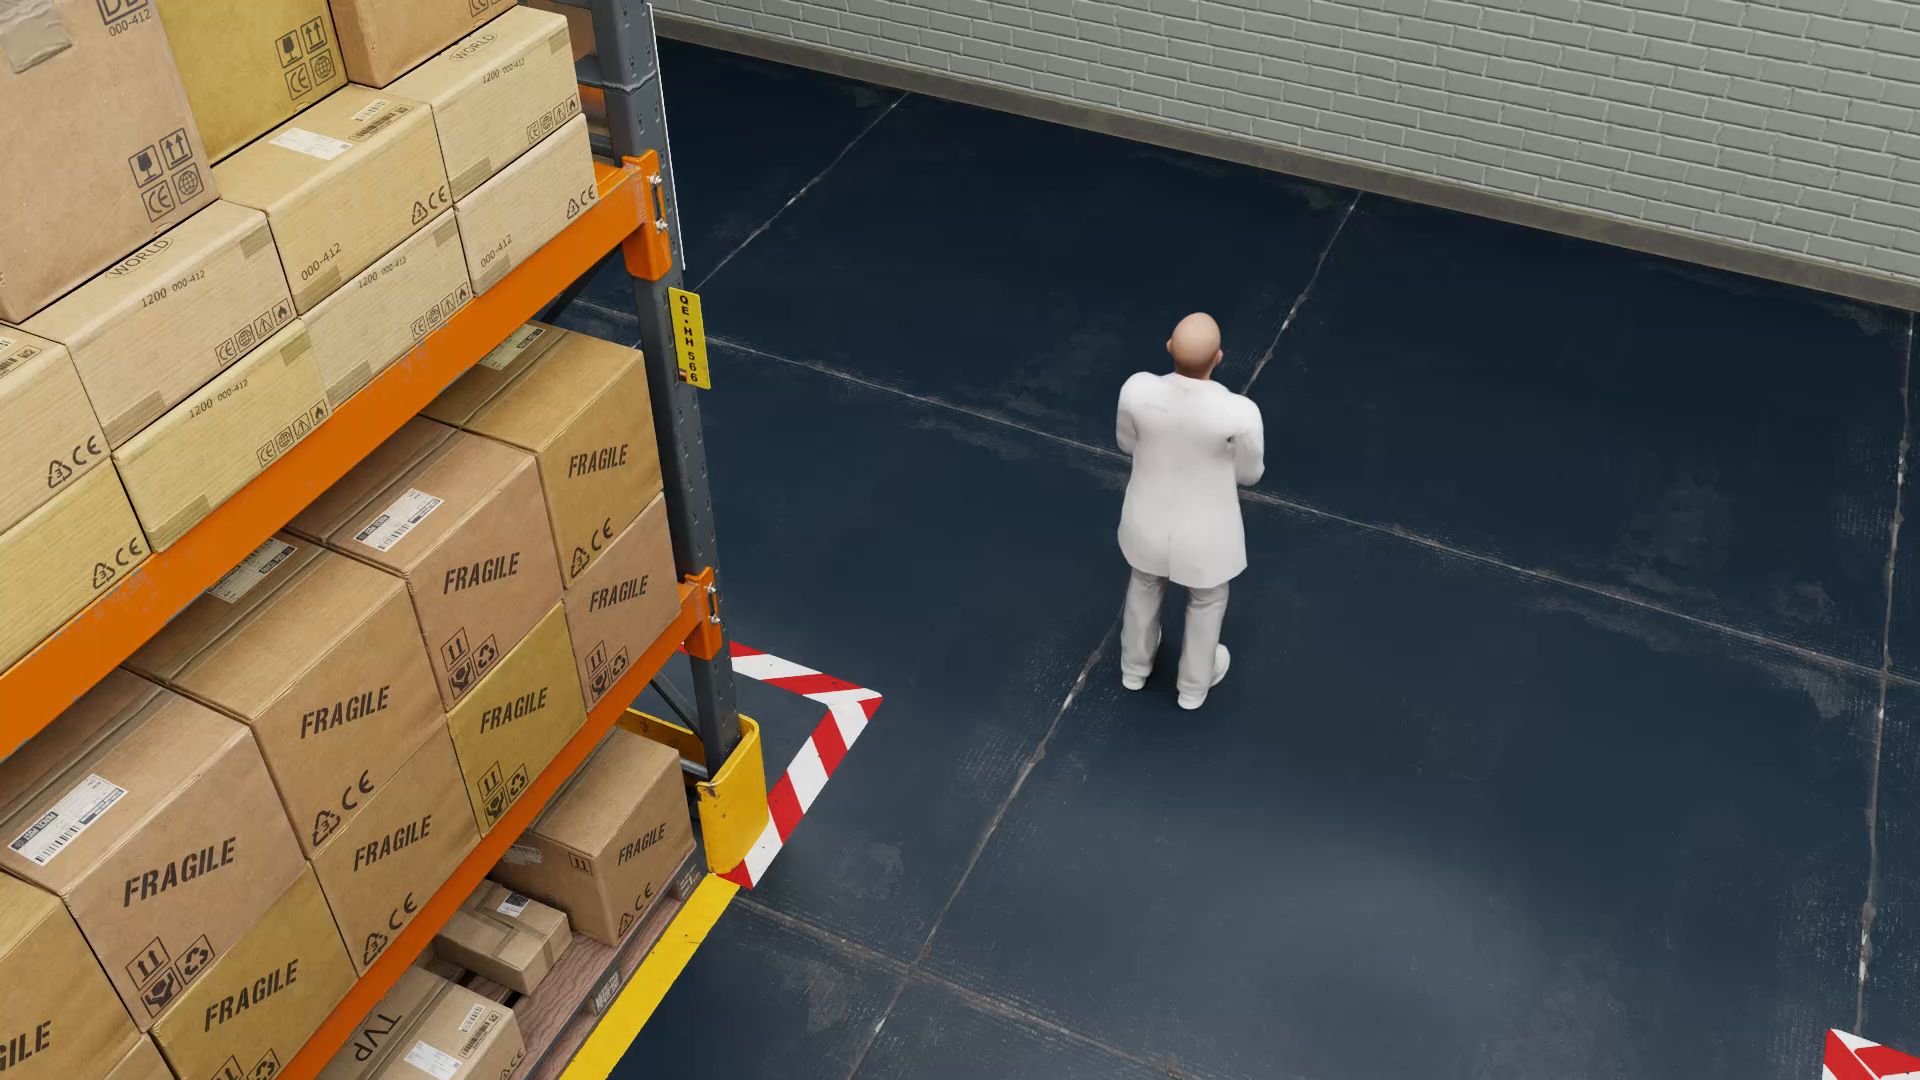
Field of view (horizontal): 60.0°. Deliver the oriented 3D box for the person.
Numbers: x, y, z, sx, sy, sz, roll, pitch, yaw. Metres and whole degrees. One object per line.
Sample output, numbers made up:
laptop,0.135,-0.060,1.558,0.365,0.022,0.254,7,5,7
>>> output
person,0.878,-0.156,6.341,0.559,1.782,0.517,17,44,18
